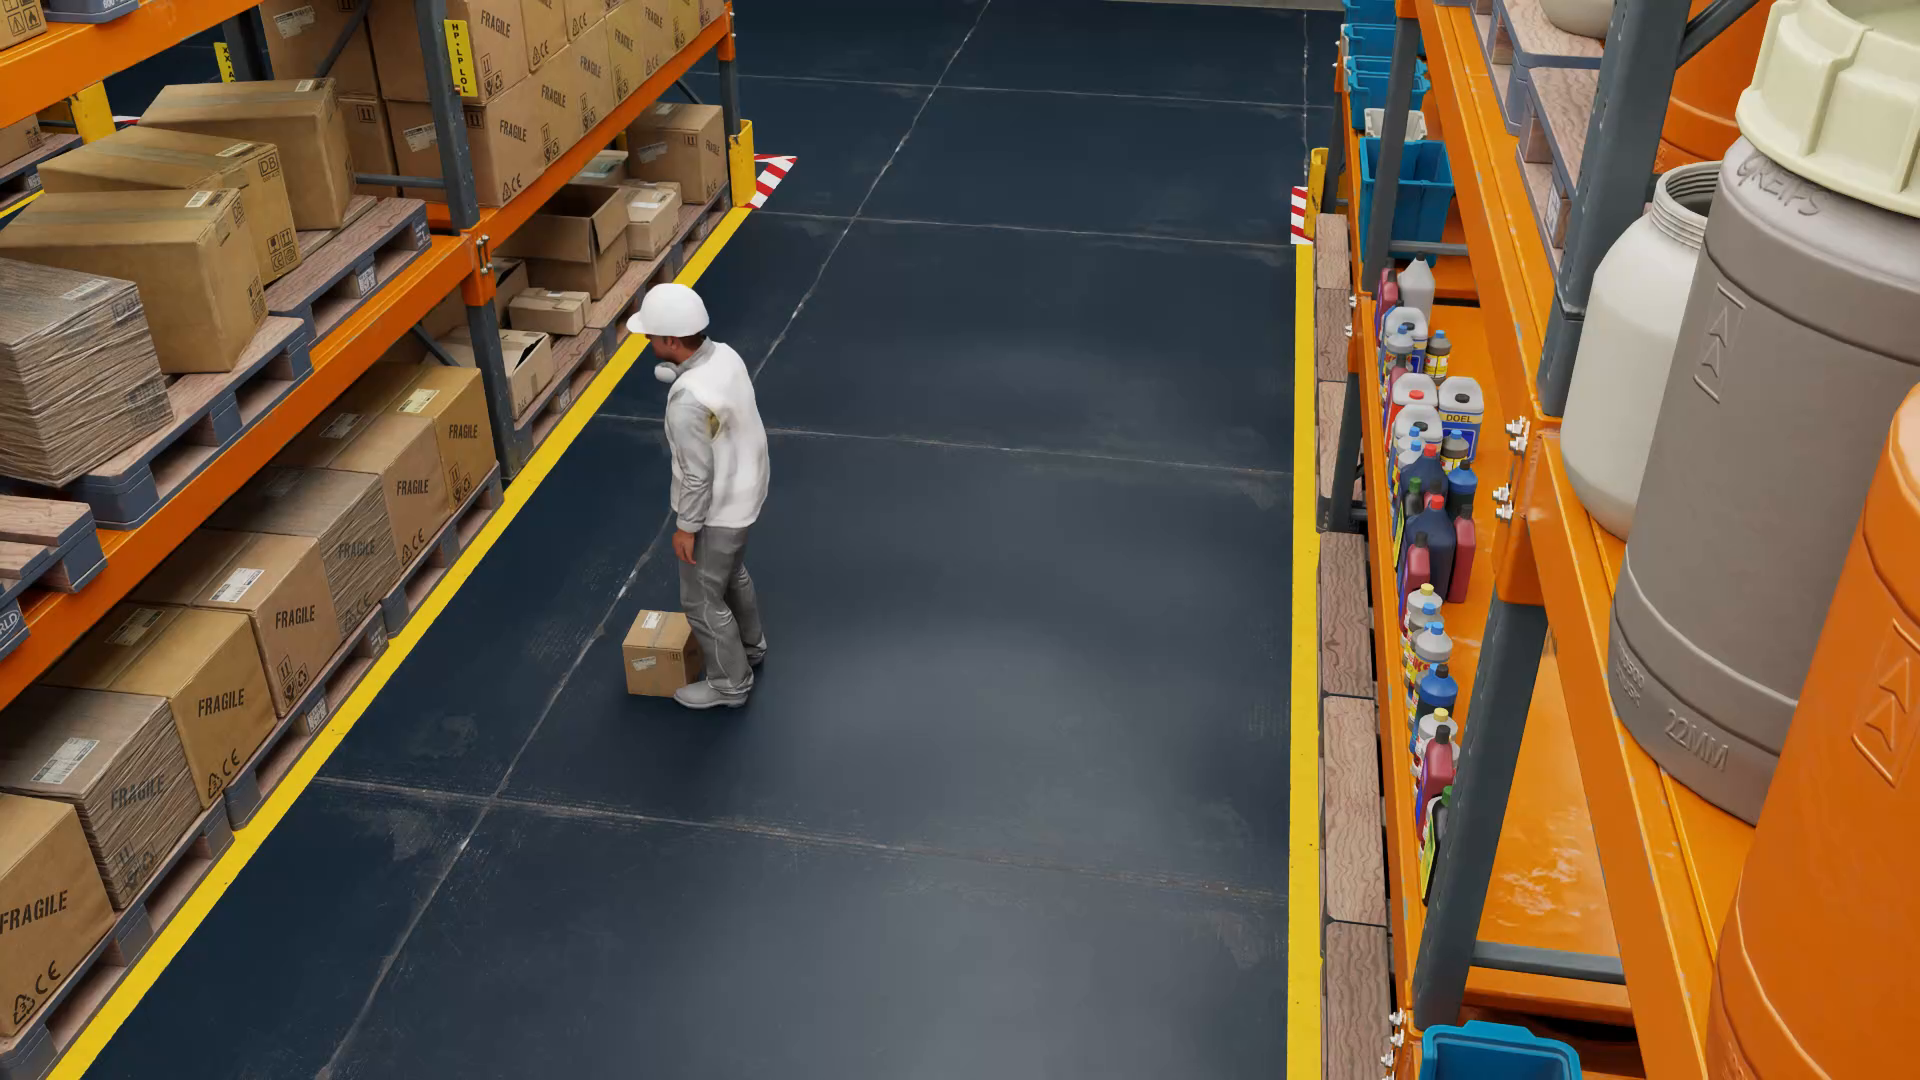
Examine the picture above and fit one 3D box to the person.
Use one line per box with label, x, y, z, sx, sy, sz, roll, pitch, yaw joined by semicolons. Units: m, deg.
person;-0.961;-0.159;6.365;0.466;1.771;0.585;5;32;8
